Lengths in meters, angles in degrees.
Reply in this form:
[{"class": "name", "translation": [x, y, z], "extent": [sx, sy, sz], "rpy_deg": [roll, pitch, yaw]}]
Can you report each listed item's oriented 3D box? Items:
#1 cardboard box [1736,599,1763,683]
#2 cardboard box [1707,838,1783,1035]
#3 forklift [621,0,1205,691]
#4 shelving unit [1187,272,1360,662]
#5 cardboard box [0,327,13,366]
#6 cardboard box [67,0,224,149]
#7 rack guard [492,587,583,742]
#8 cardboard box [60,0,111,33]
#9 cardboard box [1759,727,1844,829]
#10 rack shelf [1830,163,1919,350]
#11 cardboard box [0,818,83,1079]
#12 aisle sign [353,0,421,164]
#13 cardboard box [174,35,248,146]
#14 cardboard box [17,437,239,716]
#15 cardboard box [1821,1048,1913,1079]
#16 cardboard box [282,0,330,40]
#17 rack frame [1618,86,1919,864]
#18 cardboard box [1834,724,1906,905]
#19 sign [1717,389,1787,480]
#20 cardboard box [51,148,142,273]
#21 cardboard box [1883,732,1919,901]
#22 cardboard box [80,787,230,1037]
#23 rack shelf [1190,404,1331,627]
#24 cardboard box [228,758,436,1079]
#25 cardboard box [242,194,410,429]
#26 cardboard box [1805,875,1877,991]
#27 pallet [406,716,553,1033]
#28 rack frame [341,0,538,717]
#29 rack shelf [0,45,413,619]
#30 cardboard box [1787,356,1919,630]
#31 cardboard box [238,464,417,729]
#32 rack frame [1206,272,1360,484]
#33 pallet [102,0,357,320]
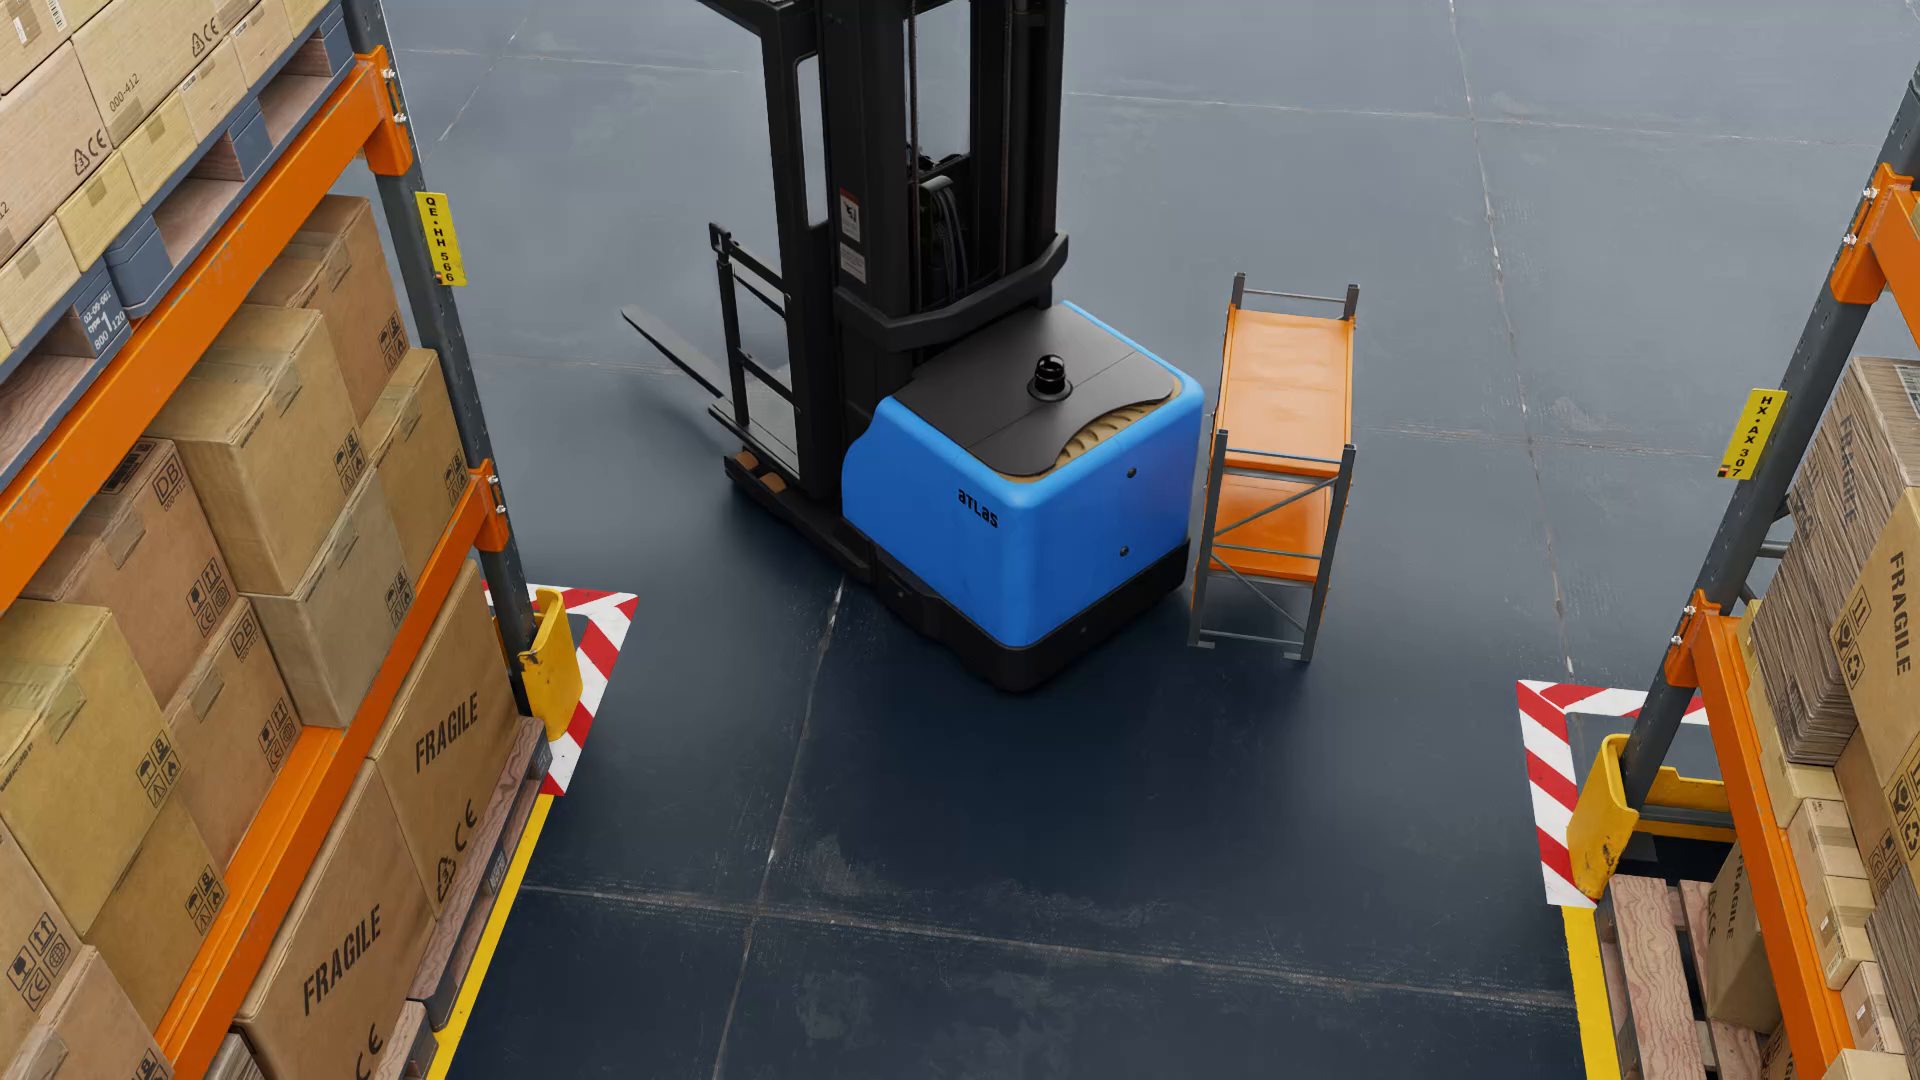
[{"class": "cardboard box", "translation": [2.530, 0.328, 4.905], "extent": [0.380, 0.149, 0.250], "rpy_deg": [5, 44, 6]}, {"class": "cardboard box", "translation": [2.705, 1.243, 5.268], "extent": [0.500, 0.500, 0.500], "rpy_deg": [13, 45, 13]}, {"class": "forklift", "translation": [-0.404, -1.405, 6.602], "extent": [1.130, 2.935, 3.031], "rpy_deg": [-31, 52, -29]}, {"class": "shelving unit", "translation": [1.270, -0.299, 6.748], "extent": [0.538, 1.125, 1.048], "rpy_deg": [7, 44, 8]}, {"class": "cardboard box", "translation": [-2.010, -0.346, 3.056], "extent": [0.380, 0.149, 0.250], "rpy_deg": [6, 44, 6]}, {"class": "cardboard box", "translation": [-1.954, -1.087, 3.550], "extent": [0.500, 0.250, 0.500], "rpy_deg": [5, 44, 6]}, {"class": "rack guard", "translation": [-2.096, 0.436, 6.426], "extent": [1.175, 0.500, 0.348], "rpy_deg": [5, 44, 6]}, {"class": "cardboard box", "translation": [-1.909, -1.150, 3.326], "extent": [0.380, 0.149, 0.250], "rpy_deg": [6, 44, 6]}, {"class": "cardboard box", "translation": [2.430, 0.665, 4.548], "extent": [0.380, 0.149, 0.250], "rpy_deg": [5, 44, 6]}, {"class": "rack shelf", "translation": [2.539, 0.599, 2.777], "extent": [1.077, 0.370, 4.000], "rpy_deg": [5, 44, 6]}, {"class": "cardboard box", "translation": [-2.380, 0.835, 3.293], "extent": [0.875, 0.550, 0.550], "rpy_deg": [5, 44, 6]}, {"class": "aisle sign", "translation": [-1.793, -1.421, 4.678], "extent": [0.394, 0.787, 0.004], "rpy_deg": [5, 44, 6]}, {"class": "cardboard box", "translation": [-1.875, -1.038, 3.788], "extent": [0.380, 0.149, 0.250], "rpy_deg": [6, 44, 6]}, {"class": "cardboard box", "translation": [-2.377, 0.100, 4.069], "extent": [0.875, 0.550, 0.550], "rpy_deg": [5, 44, 6]}, {"class": "cardboard box", "translation": [2.235, 1.341, 3.835], "extent": [0.380, 0.149, 0.250], "rpy_deg": [5, 44, 6]}, {"class": "cardboard box", "translation": [-1.807, -1.385, 4.154], "extent": [0.380, 0.149, 0.250], "rpy_deg": [5, 44, 5]}, {"class": "rack frame", "translation": [2.804, 0.064, 5.001], "extent": [1.000, 3.000, 0.127], "rpy_deg": [5, 44, 6]}, {"class": "cardboard box", "translation": [2.757, 0.644, 4.099], "extent": [0.875, 0.500, 0.500], "rpy_deg": [5, 44, 6]}, {"class": "sign", "translation": [2.266, -0.300, 4.755], "extent": [0.100, 0.325, 0.005], "rpy_deg": [5, 44, 6]}, {"class": "cardboard box", "translation": [-1.942, -0.691, 3.421], "extent": [0.380, 0.149, 0.250], "rpy_deg": [5, 44, 5]}, {"class": "cardboard box", "translation": [2.323, 0.588, 3.431], "extent": [0.500, 0.500, 0.500], "rpy_deg": [5, 44, 6]}, {"class": "cardboard box", "translation": [-2.382, 0.859, 4.052], "extent": [0.875, 0.550, 0.500], "rpy_deg": [5, 44, 6]}, {"class": "rack shelf", "translation": [1.270, -0.122, 6.916], "extent": [0.538, 0.278, 1.000], "rpy_deg": [7, 44, 8]}, {"class": "cardboard box", "translation": [-2.238, 1.231, 5.008], "extent": [0.875, 0.875, 0.875], "rpy_deg": [5, 44, 5]}, {"class": "cardboard box", "translation": [-2.187, -0.653, 4.863], "extent": [0.875, 0.550, 0.550], "rpy_deg": [5, 44, 6]}, {"class": "cardboard box", "translation": [2.377, 1.007, 4.187], "extent": [0.380, 0.149, 0.250], "rpy_deg": [5, 44, 6]}, {"class": "pallet", "translation": [-2.128, 1.109, 5.925], "extent": [1.003, 0.211, 1.213], "rpy_deg": [5, 44, 6]}, {"class": "rack frame", "translation": [-2.099, -0.456, 5.550], "extent": [1.000, 3.000, 0.127], "rpy_deg": [5, 44, 6]}, {"class": "rack shelf", "translation": [-2.364, 0.079, 3.326], "extent": [1.077, 0.370, 4.000], "rpy_deg": [5, 44, 6]}, {"class": "cardboard box", "translation": [2.461, -0.093, 4.151], "extent": [0.500, 0.500, 0.500], "rpy_deg": [5, 44, 6]}, {"class": "cardboard box", "translation": [-2.155, 0.124, 4.829], "extent": [0.875, 0.550, 0.550], "rpy_deg": [5, 44, 6]}, {"class": "rack frame", "translation": [1.363, -0.643, 7.111], "extent": [0.500, 1.125, 0.032], "rpy_deg": [7, 44, 8]}, {"class": "pallet", "translation": [-2.187, -1.006, 4.014], "extent": [1.003, 0.211, 1.213], "rpy_deg": [5, 44, 6]}]
